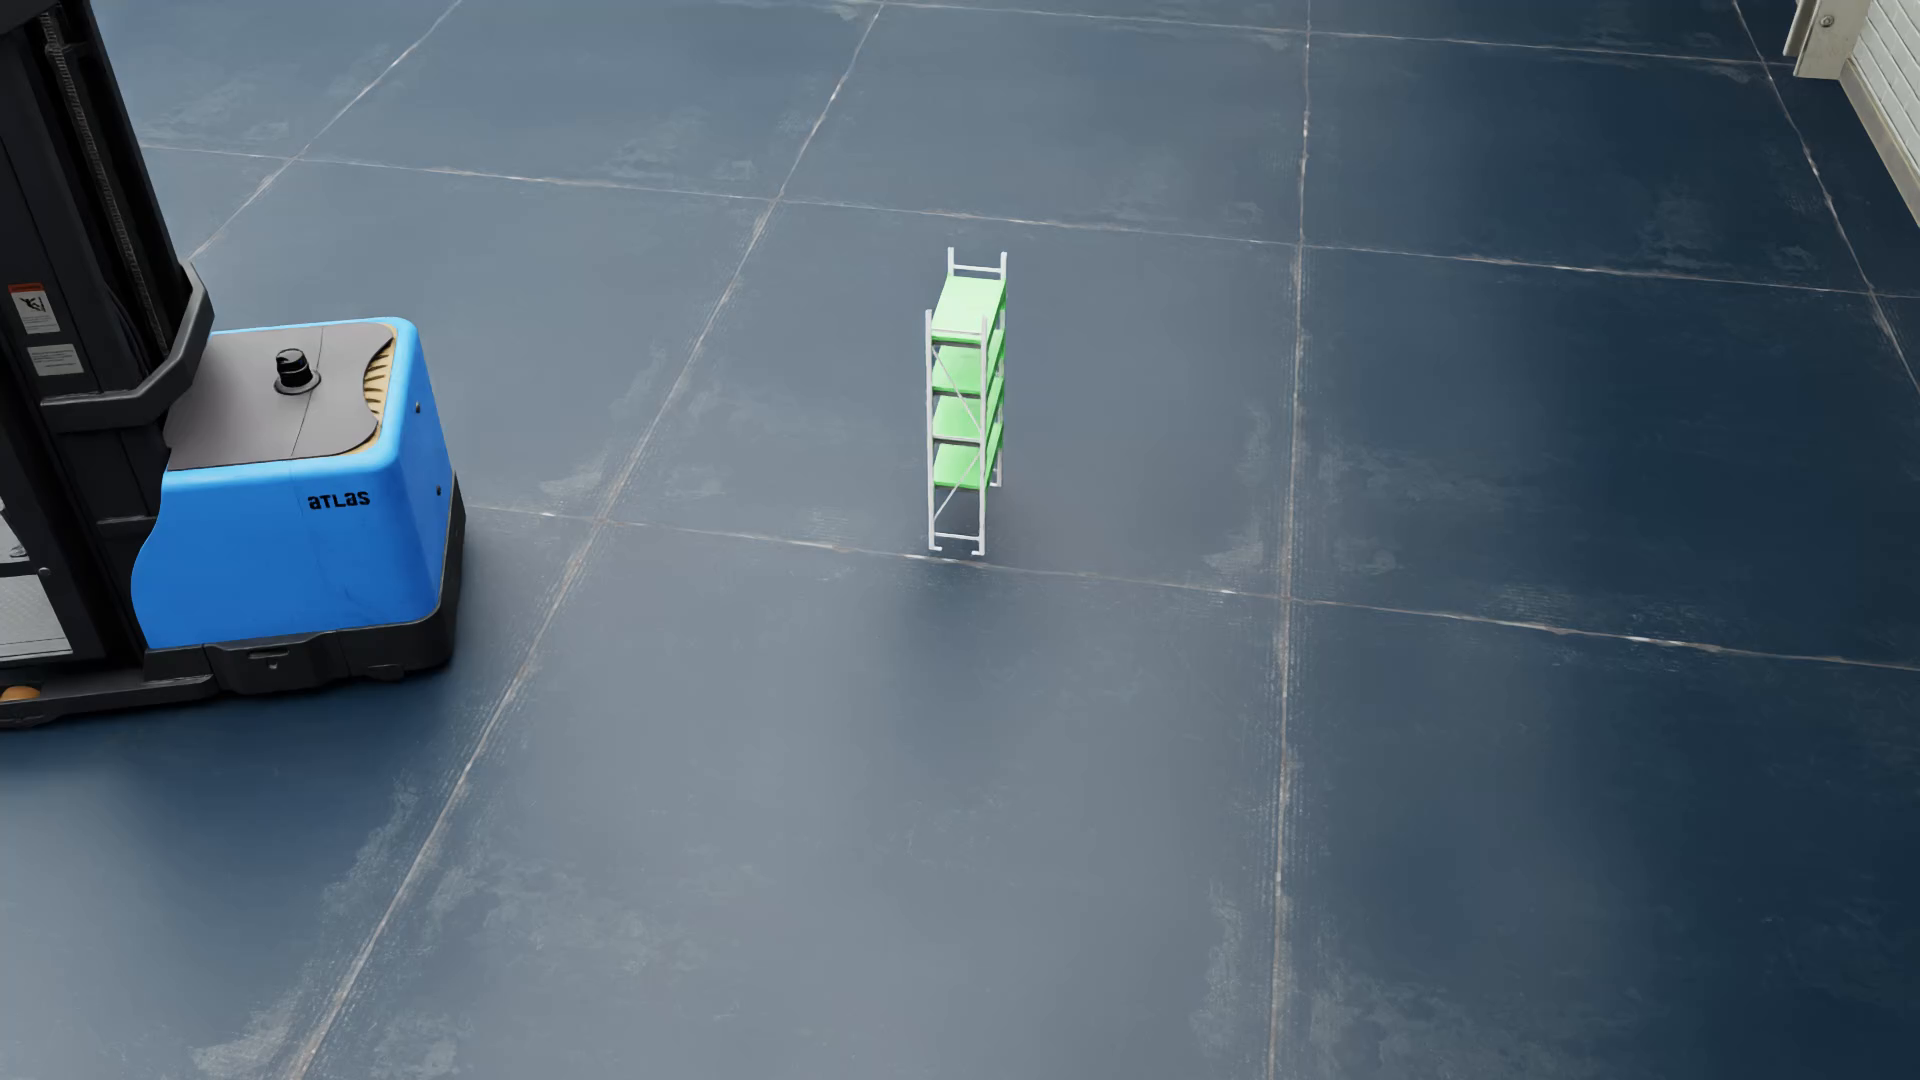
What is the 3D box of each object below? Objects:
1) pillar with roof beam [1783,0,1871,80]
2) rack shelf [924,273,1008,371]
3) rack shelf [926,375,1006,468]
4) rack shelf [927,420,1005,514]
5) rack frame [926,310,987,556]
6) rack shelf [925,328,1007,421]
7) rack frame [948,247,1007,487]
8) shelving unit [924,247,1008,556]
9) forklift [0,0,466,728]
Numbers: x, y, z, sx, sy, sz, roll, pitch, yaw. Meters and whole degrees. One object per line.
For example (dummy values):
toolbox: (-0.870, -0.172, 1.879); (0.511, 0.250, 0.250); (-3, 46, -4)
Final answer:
pillar with roof beam: (1.436, -7.098, 8.773); (9.100, 9.000, 0.400); (6, 40, 8)
rack shelf: (0.029, -0.887, 6.728); (0.258, 0.148, 0.480); (6, 40, 8)
rack shelf: (0.029, -0.517, 7.034); (0.258, 0.148, 0.480); (6, 40, 8)
rack shelf: (0.029, -0.332, 7.187); (0.258, 0.148, 0.480); (6, 40, 8)
rack frame: (-0.014, -0.413, 6.808); (0.240, 1.200, 0.015); (6, 40, 8)
rack shelf: (0.029, -0.702, 6.881); (0.258, 0.148, 0.480); (6, 40, 8)
rack frame: (0.071, -0.719, 7.179); (0.240, 1.200, 0.015); (6, 40, 8)
shelving unit: (0.029, -0.566, 6.993); (0.258, 1.200, 0.503); (6, 40, 8)
forklift: (-3.582, -0.752, 5.859); (3.031, 2.935, 1.130); (-6, 40, -7)
